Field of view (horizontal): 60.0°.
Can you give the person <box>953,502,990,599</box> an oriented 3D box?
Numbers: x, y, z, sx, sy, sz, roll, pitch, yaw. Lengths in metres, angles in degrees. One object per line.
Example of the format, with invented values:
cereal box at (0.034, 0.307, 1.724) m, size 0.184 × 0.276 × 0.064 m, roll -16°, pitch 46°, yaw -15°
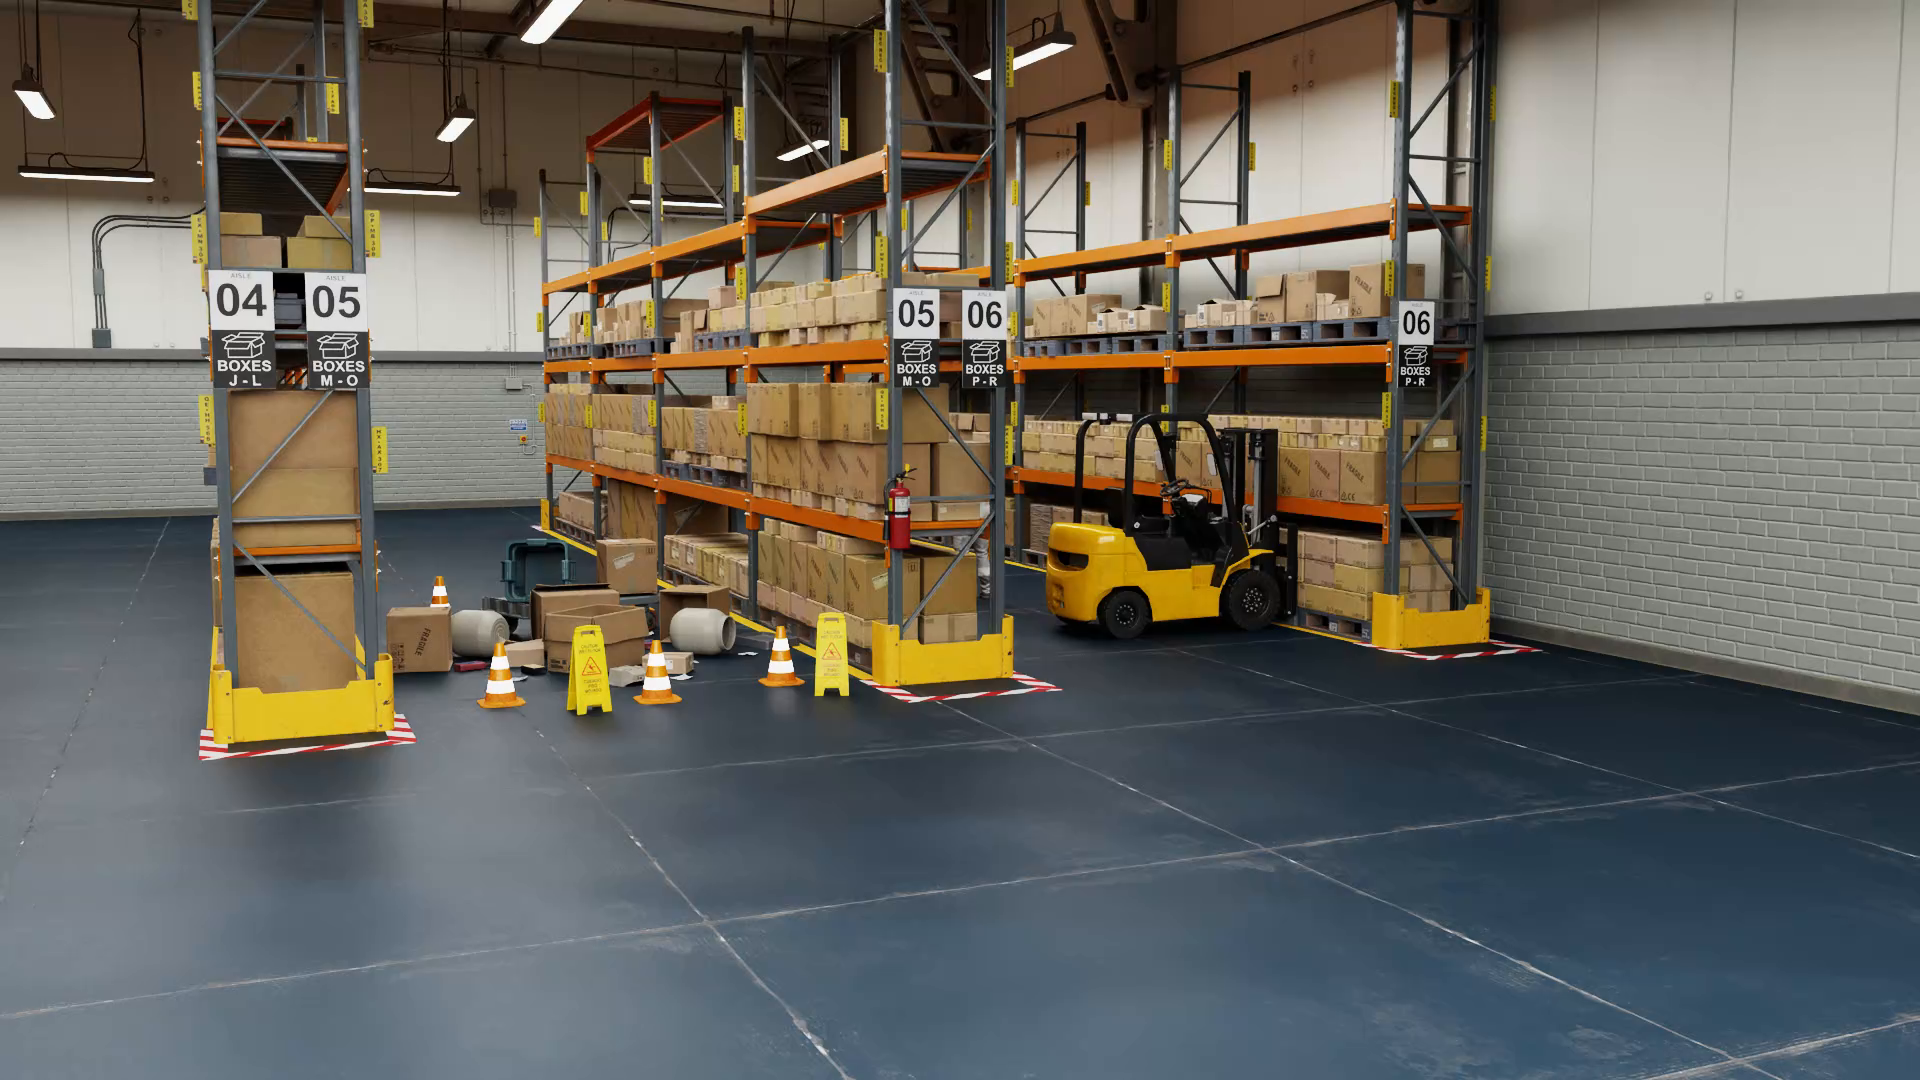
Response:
person at (0.129, -0.214, 18.923) m, size 0.598 × 1.779 × 0.453 m, roll -2°, pitch 6°, yaw -24°
